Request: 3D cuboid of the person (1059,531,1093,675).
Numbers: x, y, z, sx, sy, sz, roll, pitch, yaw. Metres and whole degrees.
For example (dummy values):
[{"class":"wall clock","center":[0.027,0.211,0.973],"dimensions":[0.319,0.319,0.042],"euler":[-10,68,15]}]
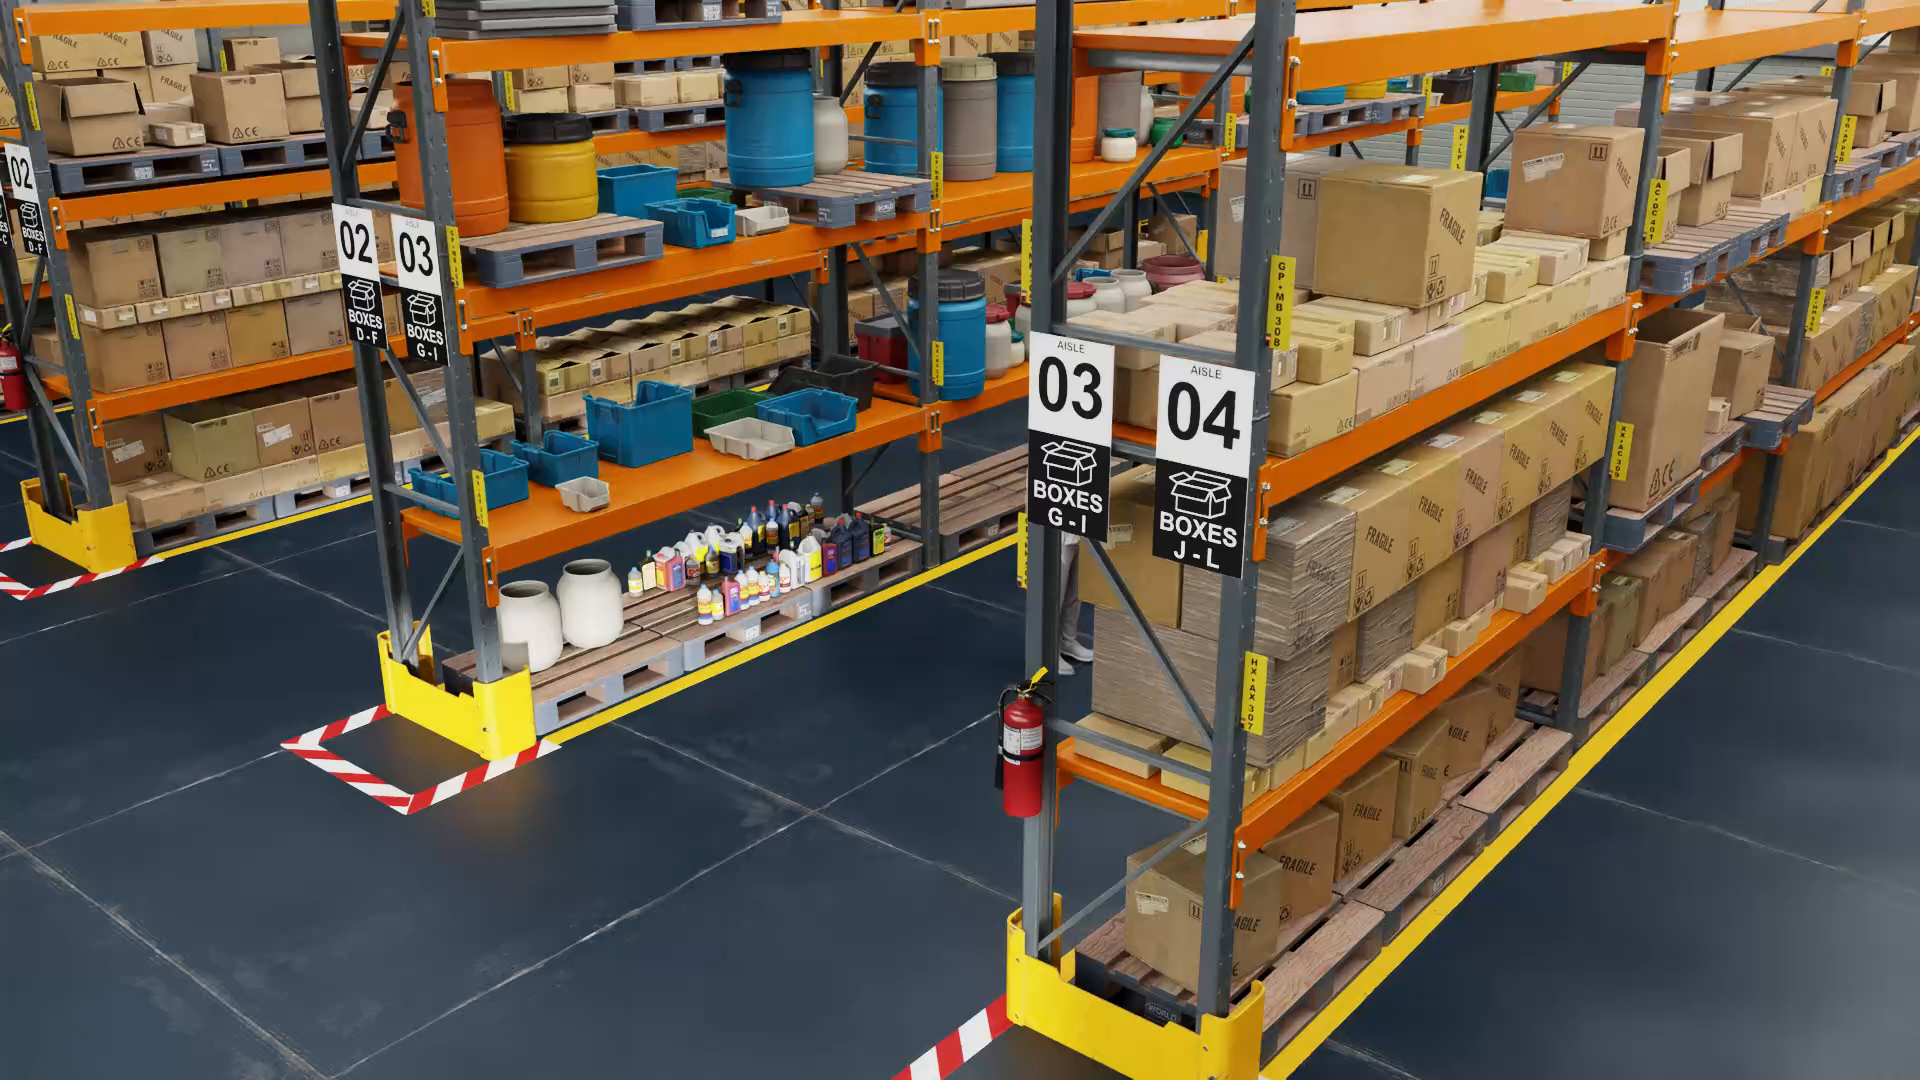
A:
[{"class":"person","center":[0.722,0.020,10.974],"dimensions":[0.363,1.705,0.492],"euler":[16,26,37]}]
